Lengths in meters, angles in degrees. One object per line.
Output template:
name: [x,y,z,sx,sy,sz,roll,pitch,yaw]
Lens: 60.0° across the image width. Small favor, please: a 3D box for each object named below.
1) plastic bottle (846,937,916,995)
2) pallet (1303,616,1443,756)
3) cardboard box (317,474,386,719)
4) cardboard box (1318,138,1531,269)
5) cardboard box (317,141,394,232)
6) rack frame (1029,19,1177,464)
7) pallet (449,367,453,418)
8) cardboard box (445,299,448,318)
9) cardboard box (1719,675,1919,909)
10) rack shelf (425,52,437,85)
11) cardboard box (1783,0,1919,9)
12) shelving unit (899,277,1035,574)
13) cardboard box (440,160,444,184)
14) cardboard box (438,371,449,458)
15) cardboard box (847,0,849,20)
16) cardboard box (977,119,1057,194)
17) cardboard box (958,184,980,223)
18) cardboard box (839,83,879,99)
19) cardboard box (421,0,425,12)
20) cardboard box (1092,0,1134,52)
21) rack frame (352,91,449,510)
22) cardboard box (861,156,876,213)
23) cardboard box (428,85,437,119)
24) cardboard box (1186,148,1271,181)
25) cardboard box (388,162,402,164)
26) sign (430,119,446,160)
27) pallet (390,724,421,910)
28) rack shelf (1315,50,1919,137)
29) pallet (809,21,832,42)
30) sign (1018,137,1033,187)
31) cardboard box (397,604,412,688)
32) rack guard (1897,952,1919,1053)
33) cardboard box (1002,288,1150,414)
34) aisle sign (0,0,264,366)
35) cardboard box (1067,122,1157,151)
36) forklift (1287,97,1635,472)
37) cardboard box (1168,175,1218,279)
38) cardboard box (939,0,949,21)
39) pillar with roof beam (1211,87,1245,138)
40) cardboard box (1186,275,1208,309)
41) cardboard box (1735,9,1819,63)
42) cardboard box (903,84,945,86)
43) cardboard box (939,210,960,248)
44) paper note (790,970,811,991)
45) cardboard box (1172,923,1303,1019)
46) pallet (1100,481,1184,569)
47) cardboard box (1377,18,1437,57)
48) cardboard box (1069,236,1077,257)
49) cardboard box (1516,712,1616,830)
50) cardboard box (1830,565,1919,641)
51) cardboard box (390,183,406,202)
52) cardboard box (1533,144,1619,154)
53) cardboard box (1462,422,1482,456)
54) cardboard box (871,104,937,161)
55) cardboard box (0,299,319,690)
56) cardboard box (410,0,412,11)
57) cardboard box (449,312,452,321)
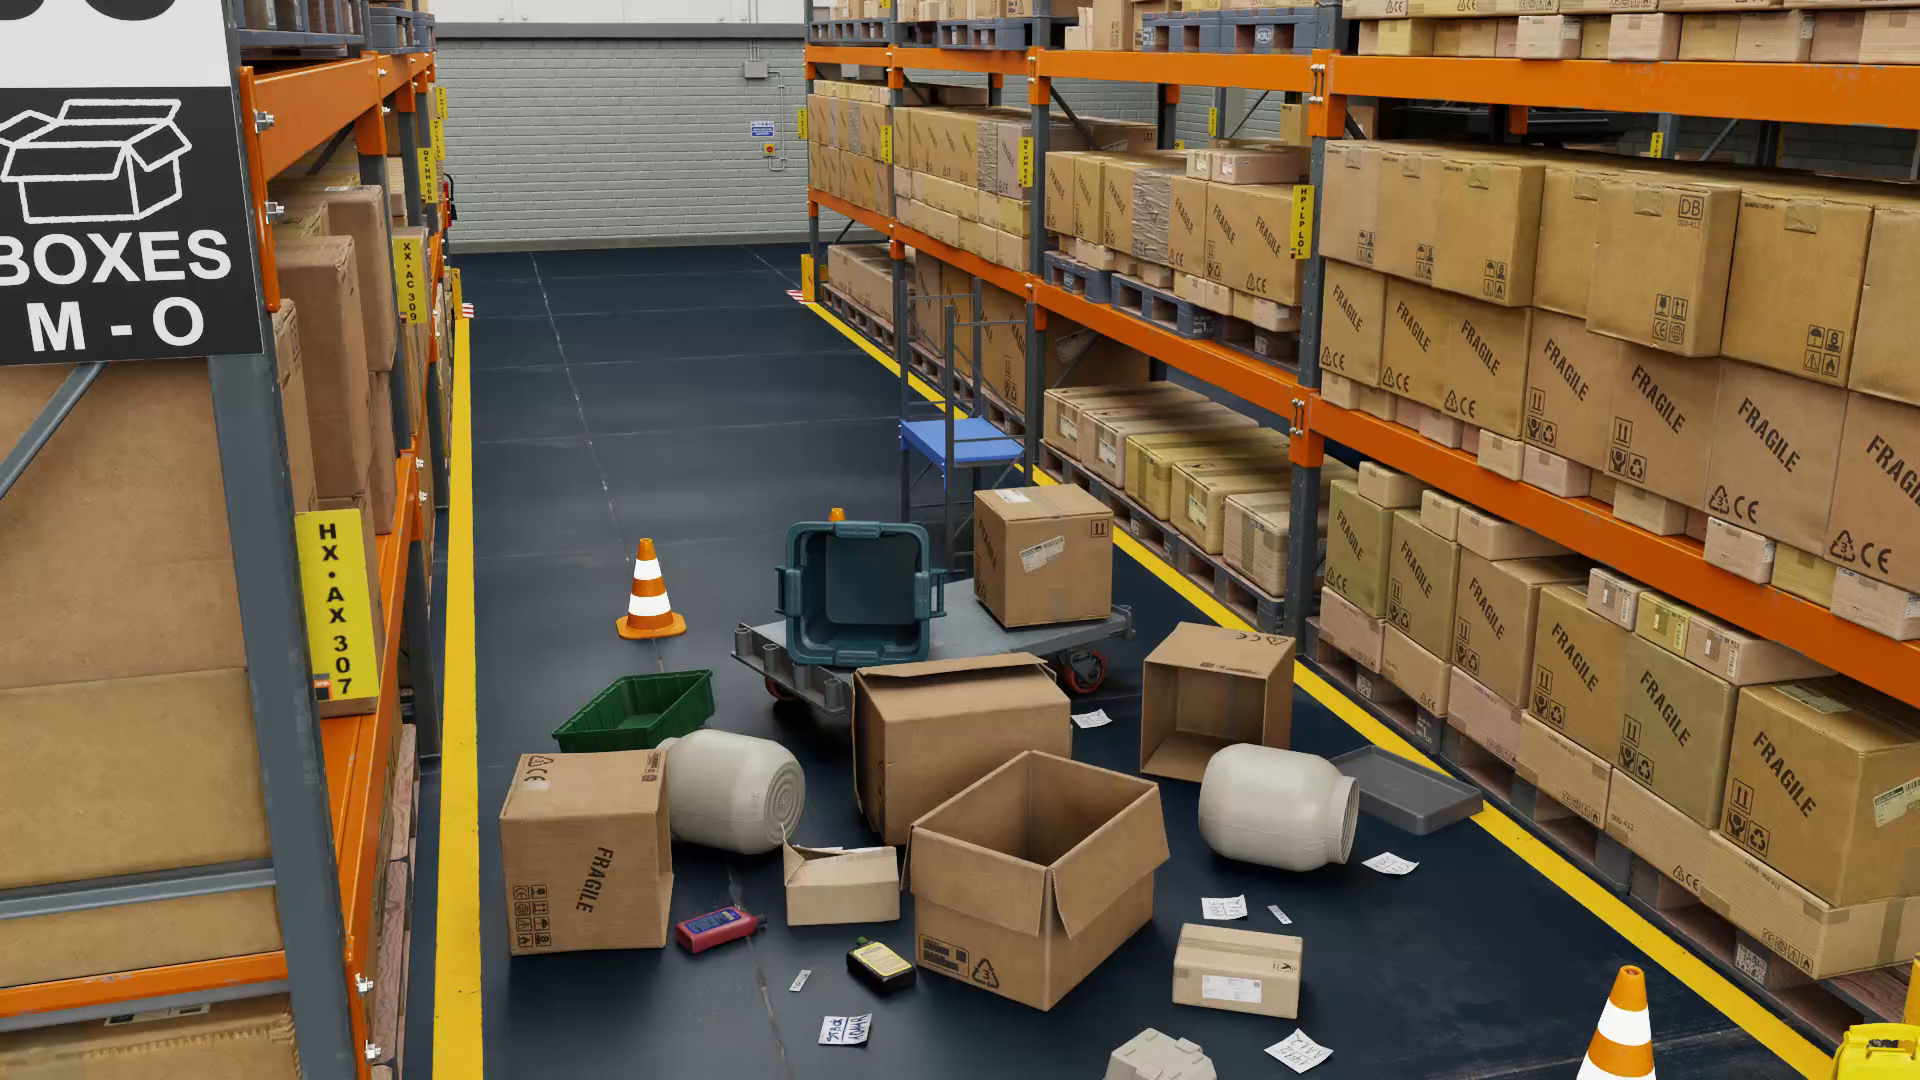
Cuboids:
plastic bottle: [-0.272,1.357,5.330,0.133,0.061,0.283,-12,20,-34]
pallet: [2.293,0.596,7.599,1.003,0.211,1.213,-5,17,-15]
cardboard box: [-1.909,0.118,4.086,0.875,0.550,0.550,-5,17,-15]
cardboard box: [1.987,-1.452,7.144,0.700,0.500,0.500,-5,17,-16]
cardboard box: [-3.643,-2.011,9.521,0.700,0.500,0.500,-5,17,-16]
rack frame: [0.975,-2.028,11.491,1.000,3.000,0.127,-5,17,-15]
pallet: [-4.640,-1.165,13.463,1.003,0.211,1.213,-5,17,-15]
cardboard box: [-5.038,-2.174,15.685,0.380,0.149,0.250,-5,17,-16]
cardboard box: [2.703,0.740,5.020,0.500,0.500,0.500,-5,17,-15]
rack shelf: [-5.406,-4.361,15.292,1.077,0.370,4.000,-5,17,-15]
cardboard box: [2.650,-1.583,4.539,0.500,0.250,0.500,-5,17,-16]
shelving unit: [0.023,-0.695,9.658,0.538,1.500,1.048,-5,17,-15]
cardboard box: [-5.584,-3.908,17.058,0.500,0.500,0.500,-4,17,-14]
cardboard box: [-3.706,-0.829,11.113,0.500,0.500,0.500,-5,18,-18]
cardboard box: [-0.860,-5.466,16.973,0.500,0.311,0.500,-4,17,-14]
cardboard box: [0.433,-2.819,12.210,0.500,0.500,0.500,-4,17,-14]
cardboard box: [0.293,-2.591,12.757,0.500,0.250,0.500,-5,17,-17]
cardboard box: [-1.006,-4.526,16.767,0.380,0.149,0.250,-5,17,-17]
cardboard box: [-5.015,-4.750,14.730,0.500,0.250,0.500,-4,17,-14]
cardboard box: [1.226,-3.250,10.170,0.700,0.500,0.500,-5,17,-15]
rack frame: [-3.757,-1.609,10.095,1.000,3.000,0.127,-5,17,-15]
cardboard box: [-0.644,-3.433,15.992,0.500,0.500,0.500,-5,17,-17]
cardboard box: [-5.299,-4.101,15.962,0.500,0.500,0.500,-4,17,-12]
cardboard box: [1.430,-1.998,8.840,0.380,0.149,0.250,-5,18,-18]
cardboard box: [-4.414,-2.840,12.865,0.380,0.149,0.250,-5,18,-17]
sign: [-4.323,-3.315,13.761,0.100,0.325,0.005,-5,17,-15]
pallet: [-2.524,1.049,6.092,1.003,0.211,1.213,-5,17,-15]
rack shelf: [2.624,-1.461,5.638,1.077,0.370,4.000,-5,17,-15]
pallet: [-1.010,-5.431,17.758,1.003,0.211,1.213,-5,17,-15]
sign: [0.442,-2.538,11.175,0.100,0.325,0.005,-5,17,-15]
cardboard box: [-2.914,0.209,7.223,1.050,0.750,0.750,-5,17,-16]
rack guard: [3.153,1.361,4.554,1.175,0.500,0.348,-5,17,-15]
cardboard box: [0.865,-1.410,12.394,0.875,0.875,0.875,-5,17,-16]
aisle sign: [-1.250,-0.645,2.368,0.394,0.787,0.004,-5,17,-15]
cardboard box: [1.075,-2.711,11.851,0.500,0.500,0.500,-5,18,-17]
forklift: [3.094,-1.465,9.734,1.130,2.935,3.031,-4,17,-14]
cardboard box: [1.453,-1.703,8.988,0.500,0.500,0.500,-4,17,-13]
cardboard box: [0.041,-4.175,12.927,0.396,0.266,0.258,-3,17,-11]
pillar with roof beam: [-0.466,-7.985,20.891,9.100,9.000,0.400,-5,17,-15]
cardboard box: [1.433,-1.336,8.893,0.380,0.149,0.250,-5,17,-15]
cardboard box: [2.547,-1.491,4.926,0.380,0.149,0.250,-5,17,-16]
cardboard box: [-0.361,-4.429,16.445,0.380,0.149,0.250,-5,17,-15]
cardboard box: [0.141,-2.495,13.306,0.500,0.250,0.500,-5,17,-16]
paper note: [-0.506,1.398,5.280,0.032,0.001,0.123,4,17,13]
cardboard box: [0.871,1.347,5.209,0.380,0.149,0.250,4,17,13]
pallet: [1.520,-0.140,10.051,1.003,0.211,1.213,-5,17,-15]
cardboard box: [1.940,-2.056,6.804,0.380,0.149,0.250,-5,17,-15]
cardboard box: [0.931,-1.924,10.849,0.380,0.149,0.250,-6,18,-19]
cardboard box: [2.409,0.810,6.092,0.500,0.250,0.500,-5,18,-17]
cardboard box: [2.689,0.157,4.652,0.380,0.149,0.250,-5,17,-16]
cardboard box: [-3.837,-2.260,10.935,0.380,0.149,0.250,-5,17,-16]
cardboard box: [5.120,-3.109,14.180,0.797,0.503,0.637,-5,17,-17]
cardboard box: [2.212,-0.410,6.539,0.380,0.149,0.250,-5,17,-16]
cardboard box: [-0.519,-3.770,15.378,0.500,0.500,0.500,-5,17,-16]
cardboard box: [-1.623,-0.091,2.903,0.875,0.550,0.550,-5,17,-15]
cardboard box: [-3.944,-3.548,11.163,0.500,0.500,0.500,-5,17,-15]
cardboard box: [-5.241,-2.253,16.463,0.380,0.149,0.250,-6,18,-18]
